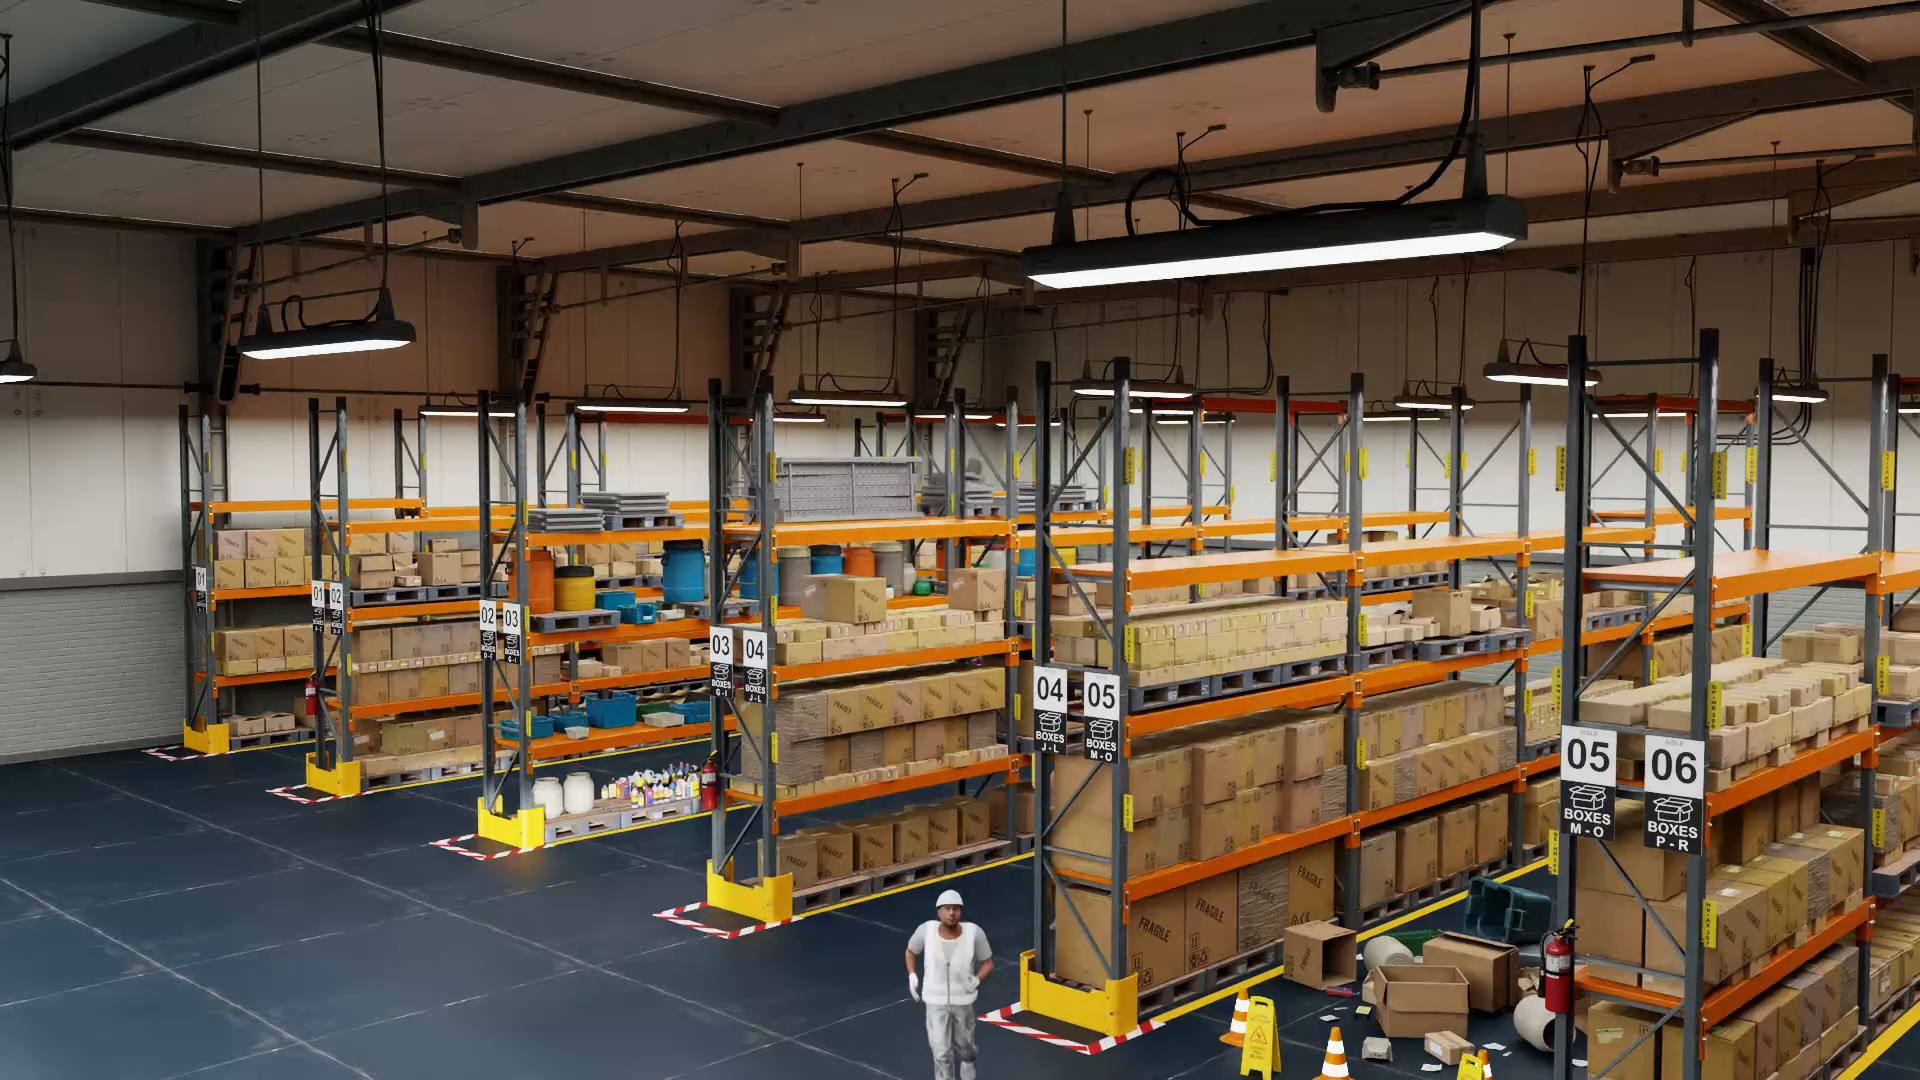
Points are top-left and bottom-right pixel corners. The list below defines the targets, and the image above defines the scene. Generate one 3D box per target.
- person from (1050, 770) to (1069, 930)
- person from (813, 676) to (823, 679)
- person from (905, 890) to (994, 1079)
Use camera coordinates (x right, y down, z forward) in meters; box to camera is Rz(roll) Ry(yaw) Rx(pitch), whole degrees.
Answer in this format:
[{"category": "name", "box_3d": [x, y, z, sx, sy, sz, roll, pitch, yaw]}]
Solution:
[{"category": "person", "box_3d": [1.173, 3.359, 18.265, 0.740, 1.743, 0.759, 2, 4, 34]}, {"category": "person", "box_3d": [-2.460, 2.813, 29.375, 0.615, 1.649, 0.642, 2, 4, 36]}, {"category": "person", "box_3d": [-0.083, 3.596, 12.977, 0.693, 1.779, 0.949, 0, 3, 0]}]
